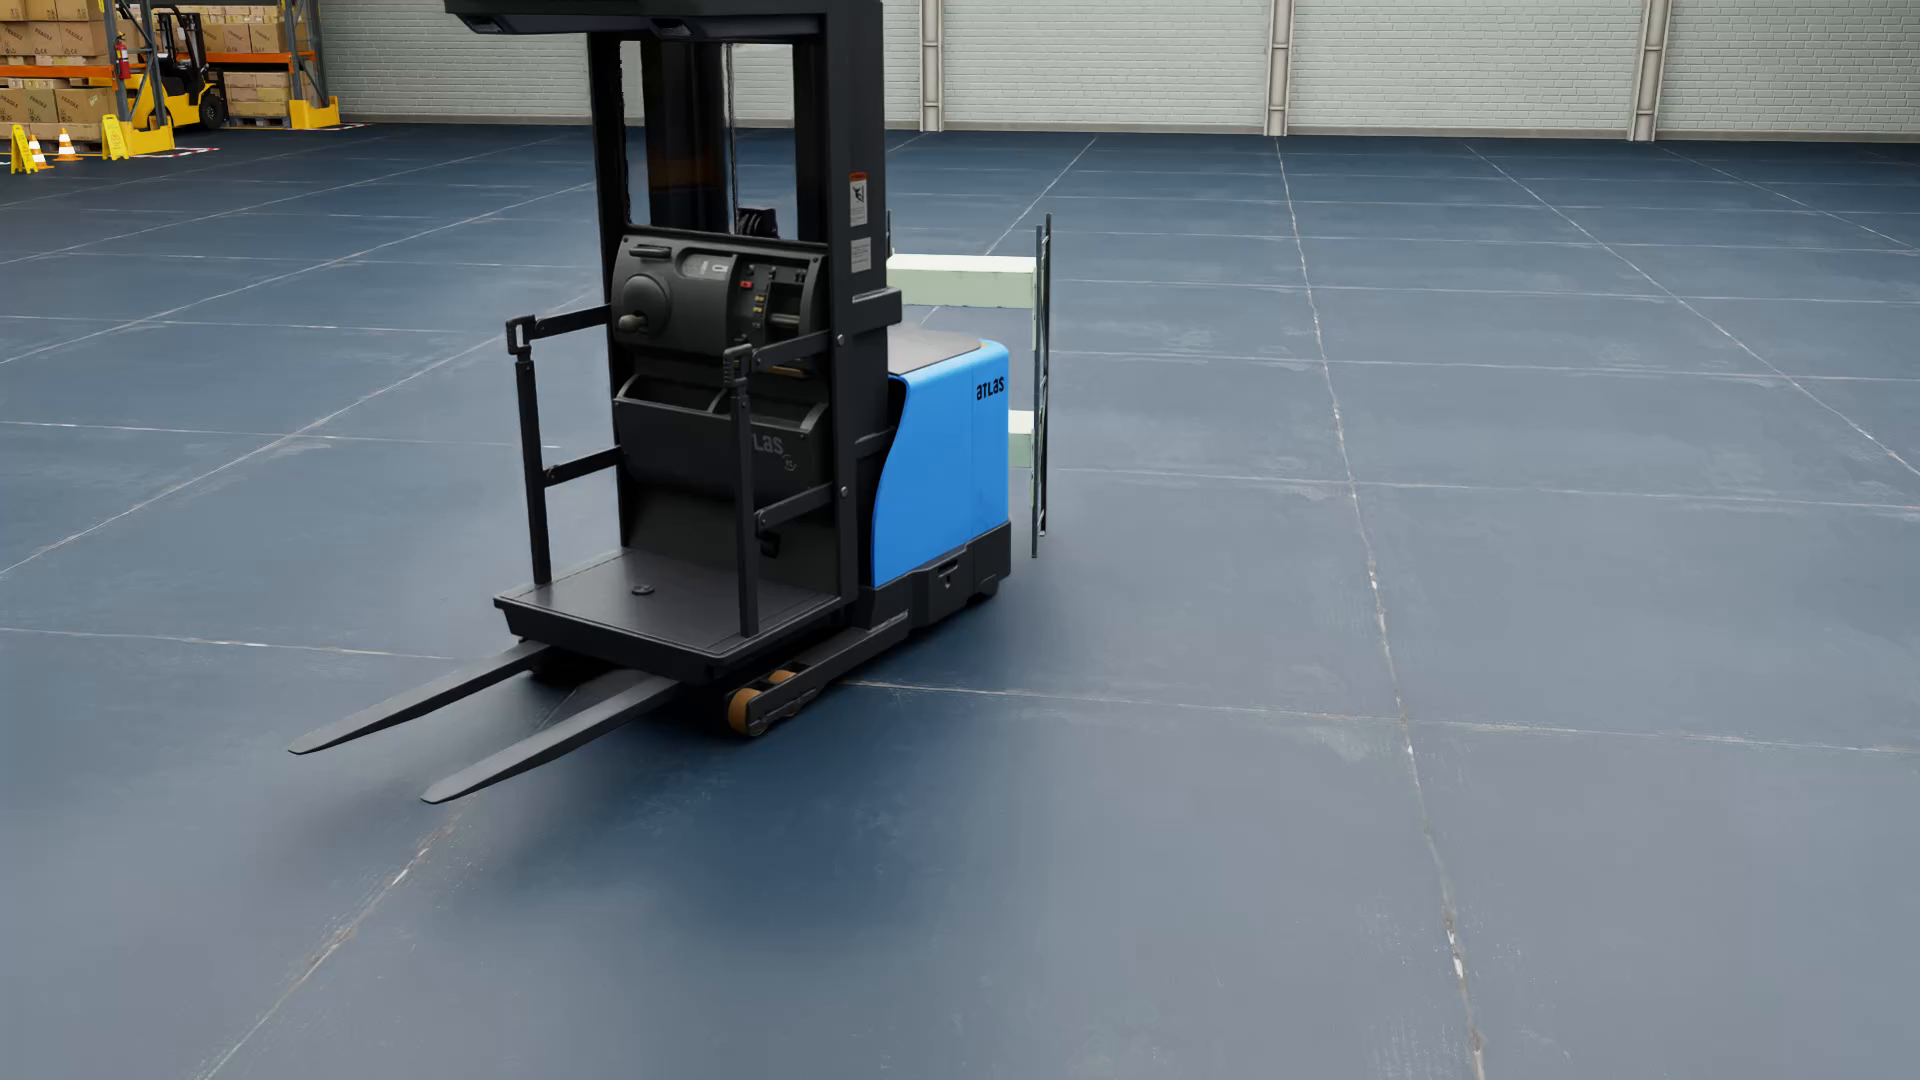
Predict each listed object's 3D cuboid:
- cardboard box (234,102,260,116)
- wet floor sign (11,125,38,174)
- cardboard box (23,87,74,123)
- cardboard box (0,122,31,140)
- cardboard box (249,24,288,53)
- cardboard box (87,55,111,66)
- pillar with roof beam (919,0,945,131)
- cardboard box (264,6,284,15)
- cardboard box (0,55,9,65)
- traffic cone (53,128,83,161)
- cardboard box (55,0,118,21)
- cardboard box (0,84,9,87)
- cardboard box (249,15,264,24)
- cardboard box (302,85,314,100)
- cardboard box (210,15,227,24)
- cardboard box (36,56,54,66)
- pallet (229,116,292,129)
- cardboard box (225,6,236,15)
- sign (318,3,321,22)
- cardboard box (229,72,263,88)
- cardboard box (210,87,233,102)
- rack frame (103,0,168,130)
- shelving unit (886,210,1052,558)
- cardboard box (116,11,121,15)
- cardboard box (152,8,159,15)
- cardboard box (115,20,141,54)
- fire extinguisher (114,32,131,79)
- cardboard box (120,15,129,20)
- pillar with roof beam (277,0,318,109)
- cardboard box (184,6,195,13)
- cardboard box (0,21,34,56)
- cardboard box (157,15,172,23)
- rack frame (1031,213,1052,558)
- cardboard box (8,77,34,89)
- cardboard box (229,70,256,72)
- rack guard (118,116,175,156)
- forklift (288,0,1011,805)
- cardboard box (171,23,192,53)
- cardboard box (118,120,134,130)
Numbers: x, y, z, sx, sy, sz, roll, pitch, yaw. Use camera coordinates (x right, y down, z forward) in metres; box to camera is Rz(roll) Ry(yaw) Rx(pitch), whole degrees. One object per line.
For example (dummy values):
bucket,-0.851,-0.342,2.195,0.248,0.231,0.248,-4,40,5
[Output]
cardboard box,-12.801,-7.840,30.179,0.500,0.250,0.500,3,19,9
wet floor sign,-12.923,-5.383,22.875,0.232,0.644,0.267,0,19,-1
cardboard box,-13.929,-6.672,25.505,0.500,0.500,0.500,4,19,11
cardboard box,-14.449,-6.342,25.700,0.500,0.250,0.500,2,19,7
cardboard box,-12.325,-8.982,29.763,0.500,0.500,0.500,3,19,7
cardboard box,-12.984,-7.270,25.198,0.250,0.149,0.380,4,19,10
pillar with roof beam,-1.176,-10.202,24.111,0.400,9.000,9.100,3,19,9
cardboard box,-12.184,-9.440,29.641,0.250,0.149,0.380,3,19,9
cardboard box,-14.490,-7.353,25.446,0.250,0.149,0.380,3,19,9
traffic cone,-13.210,-5.851,24.562,0.334,0.463,0.336,3,19,9
cardboard box,-13.120,-8.057,24.953,0.500,0.500,0.700,2,19,7
cardboard box,-14.897,-6.893,26.166,0.500,0.500,0.500,4,19,12
cardboard box,-12.441,-9.280,29.632,0.250,0.149,0.380,3,19,10
cardboard box,-12.228,-8.213,30.506,0.500,0.250,0.500,3,19,10
cardboard box,-13.201,-9.327,29.772,0.250,0.149,0.380,2,19,7
cardboard box,-13.760,-7.271,25.201,0.250,0.149,0.380,3,19,10
pallet,-12.559,-7.695,30.469,1.213,0.211,1.003,3,19,9
cardboard box,-12.929,-9.483,29.770,0.250,0.149,0.380,3,19,9
sign,-11.703,-9.614,30.319,0.005,0.325,0.100,3,19,9
cardboard box,-12.806,-8.311,30.010,0.500,0.250,0.500,3,19,10
cardboard box,-13.334,-8.099,30.165,0.500,0.250,0.500,2,19,7
rack frame,-12.581,-7.437,25.302,0.127,3.000,1.000,3,19,9
shelving unit,0.007,-0.711,7.564,0.755,1.500,0.431,3,19,9
cardboard box,-15.203,-9.601,30.122,0.250,0.149,0.380,3,19,9
cardboard box,-14.455,-9.536,29.927,0.250,0.149,0.380,3,19,8
cardboard box,-13.004,-7.736,25.570,0.500,0.500,0.500,3,19,8
fire extinguisher,-12.541,-7.250,24.866,0.183,0.674,0.296,3,19,9
cardboard box,-14.956,-9.433,30.089,0.250,0.149,0.380,3,19,9
pillar with roof beam,-13.024,-10.806,25.916,0.400,9.000,9.100,3,19,9
cardboard box,-13.700,-9.516,29.866,0.250,0.149,0.380,3,19,9
cardboard box,-14.147,-7.619,25.221,0.500,0.500,0.500,3,19,8
cardboard box,-14.214,-9.377,29.920,0.250,0.149,0.380,2,19,7
rack frame,0.368,-0.692,7.509,0.023,1.500,0.400,3,19,9
cardboard box,-14.294,-6.979,25.401,0.250,0.149,0.380,4,19,11
cardboard box,-13.228,-8.498,30.568,0.500,0.250,0.500,3,19,8
rack guard,-12.656,-6.255,25.710,0.348,0.500,1.175,3,19,9
forklift,-0.996,-0.878,5.807,1.130,2.935,3.031,11,22,31
cardboard box,-13.839,-9.059,29.992,0.500,0.500,0.500,3,19,9
cardboard box,-13.333,-6.459,26.052,0.500,0.250,0.500,3,19,8
